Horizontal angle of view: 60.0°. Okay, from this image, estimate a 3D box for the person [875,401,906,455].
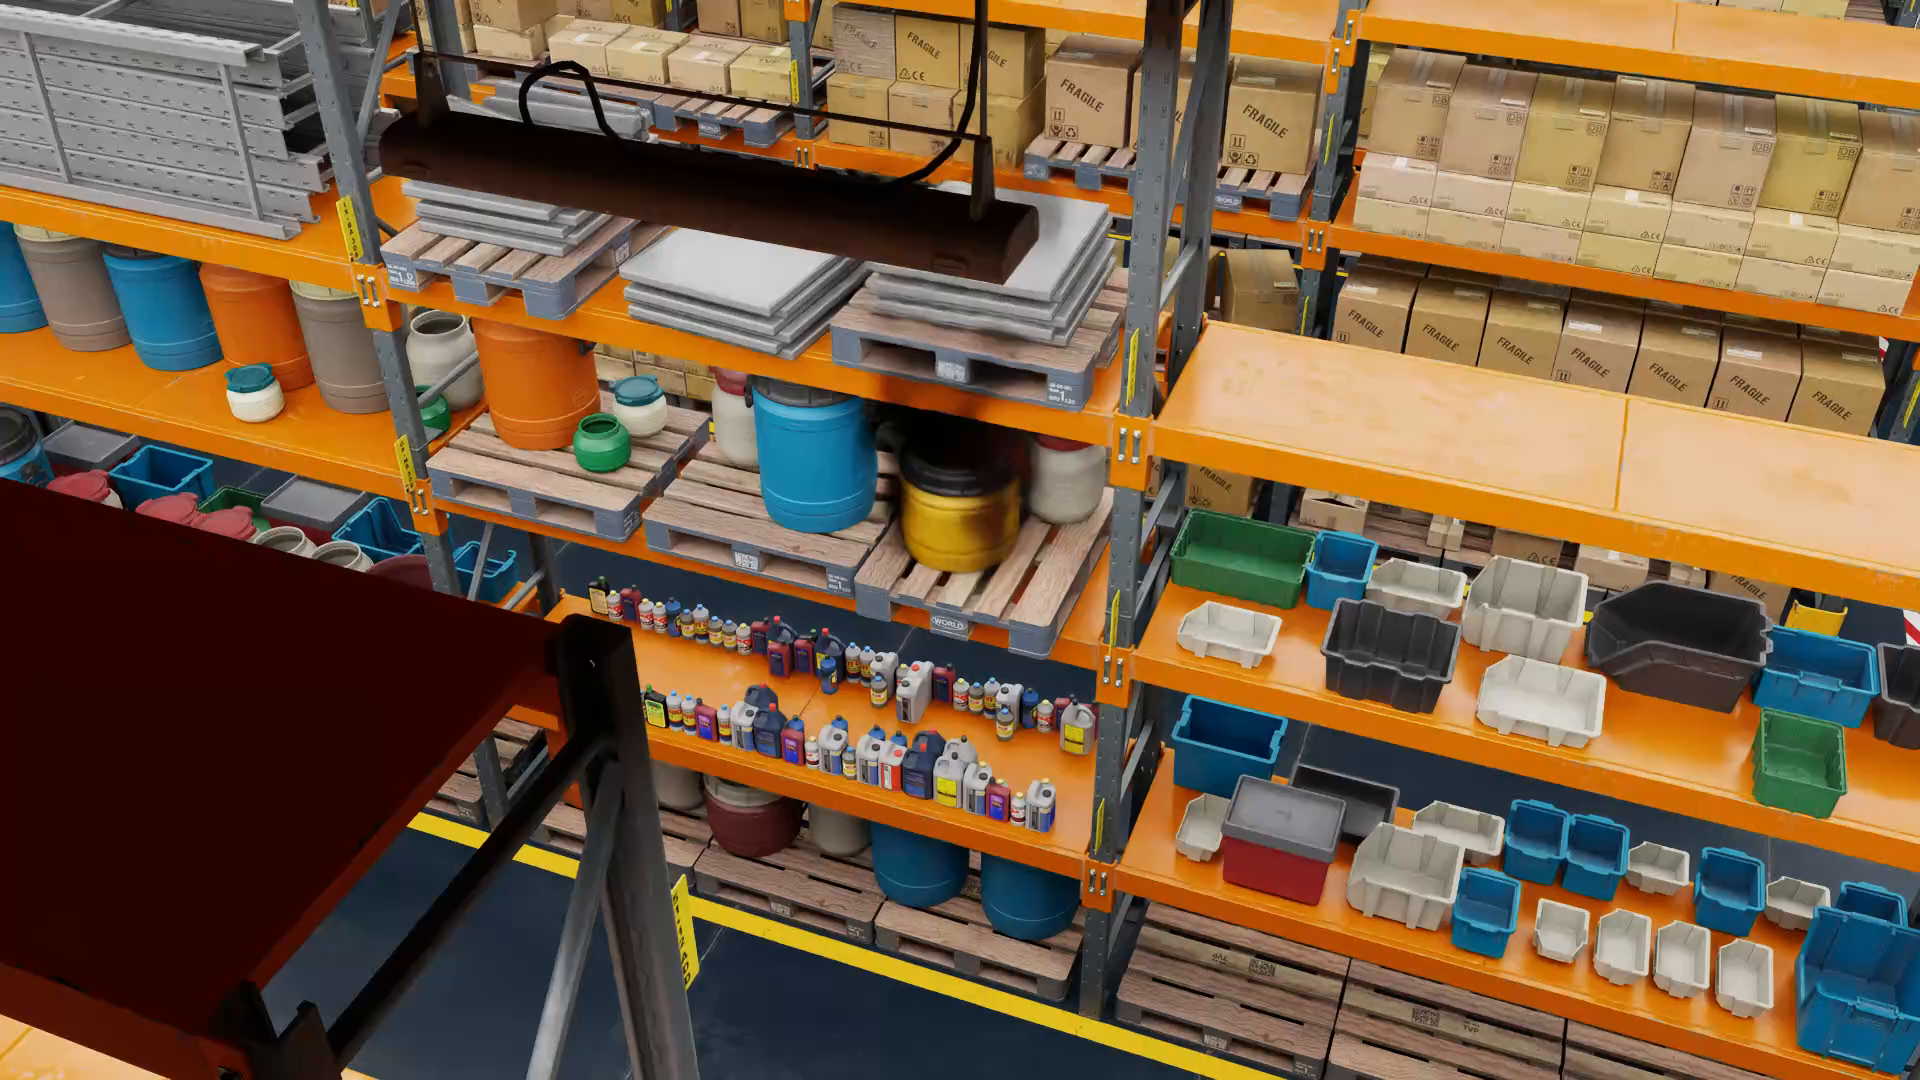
[{"bbox_3d":[-0.565,-0.398,11.993,0.684,1.846,0.650,8,37,11],"label":"person"}]
